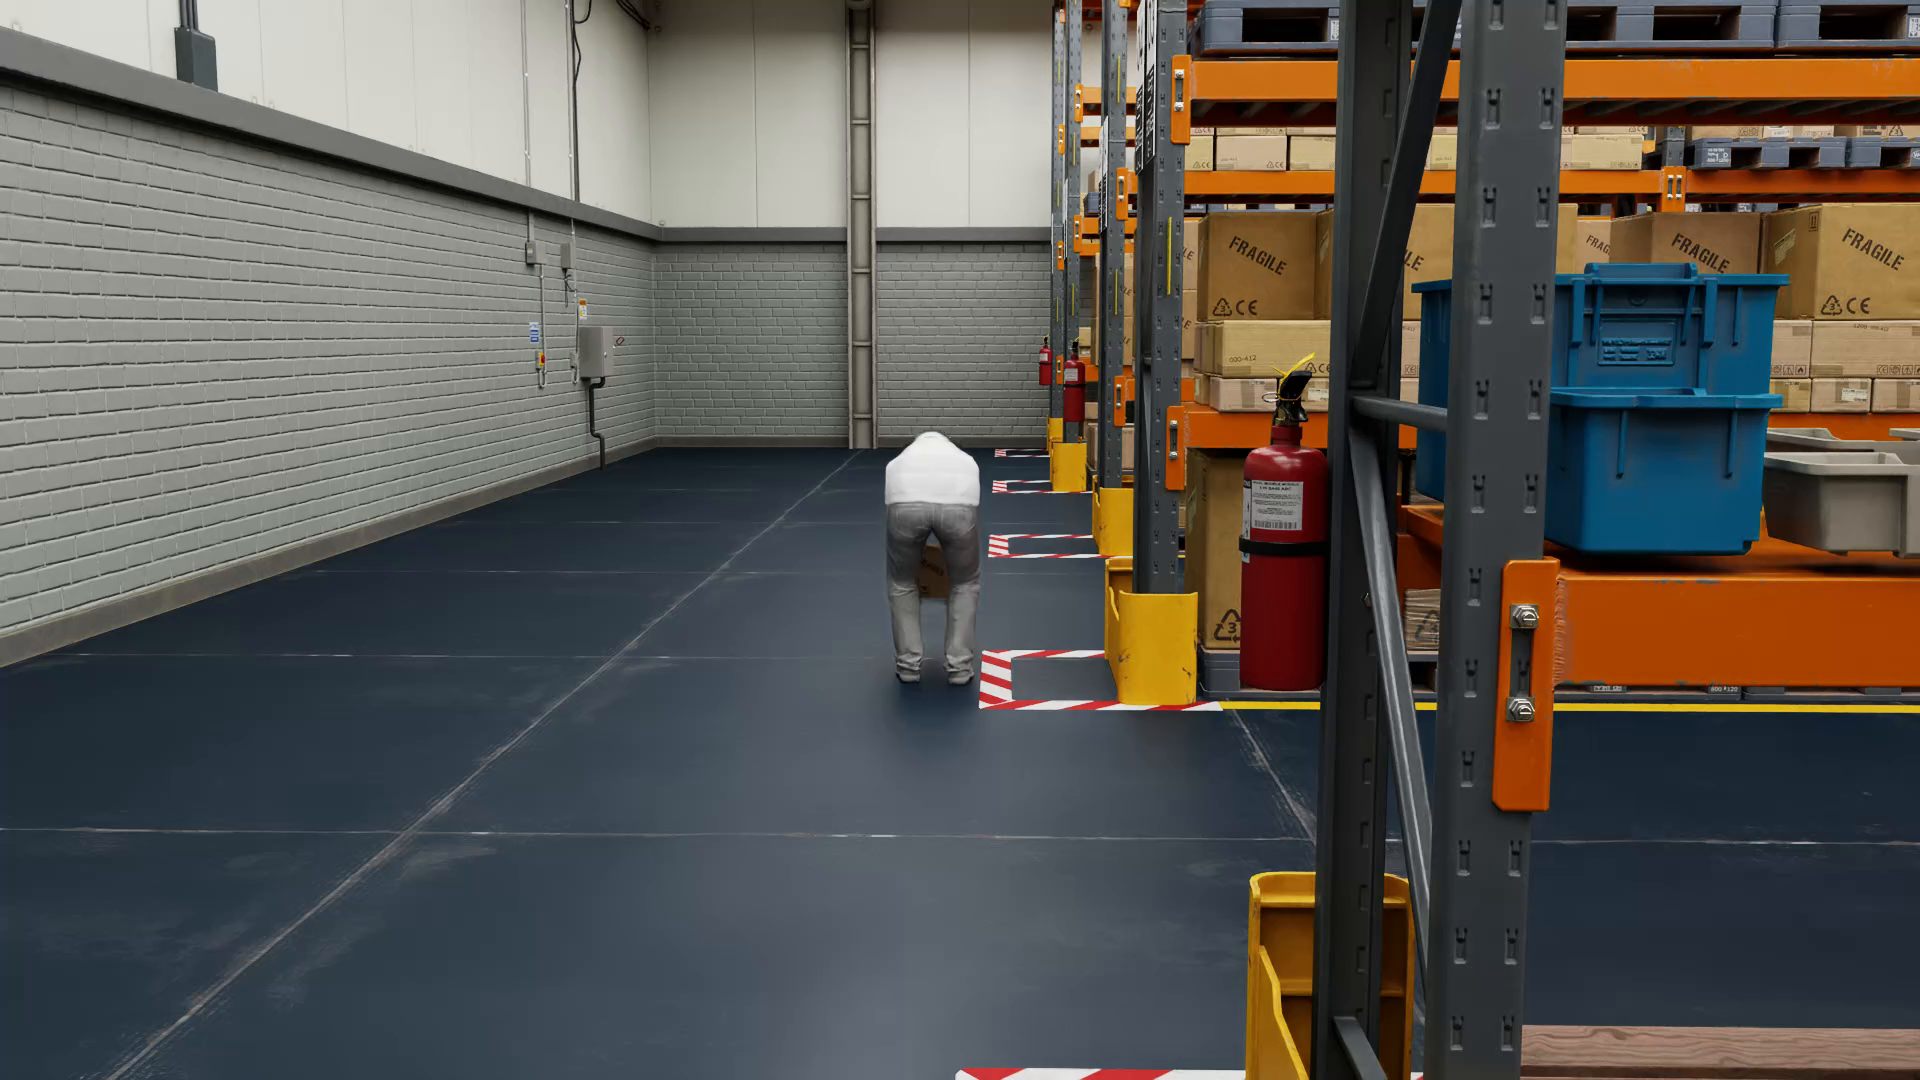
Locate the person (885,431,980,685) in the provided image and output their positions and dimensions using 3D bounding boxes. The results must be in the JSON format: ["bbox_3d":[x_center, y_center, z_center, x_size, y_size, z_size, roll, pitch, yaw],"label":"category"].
[{"bbox_3d":[-0.137,0.068,8.117,0.463,1.152,1.003,0,7,-1],"label":"person"}]
